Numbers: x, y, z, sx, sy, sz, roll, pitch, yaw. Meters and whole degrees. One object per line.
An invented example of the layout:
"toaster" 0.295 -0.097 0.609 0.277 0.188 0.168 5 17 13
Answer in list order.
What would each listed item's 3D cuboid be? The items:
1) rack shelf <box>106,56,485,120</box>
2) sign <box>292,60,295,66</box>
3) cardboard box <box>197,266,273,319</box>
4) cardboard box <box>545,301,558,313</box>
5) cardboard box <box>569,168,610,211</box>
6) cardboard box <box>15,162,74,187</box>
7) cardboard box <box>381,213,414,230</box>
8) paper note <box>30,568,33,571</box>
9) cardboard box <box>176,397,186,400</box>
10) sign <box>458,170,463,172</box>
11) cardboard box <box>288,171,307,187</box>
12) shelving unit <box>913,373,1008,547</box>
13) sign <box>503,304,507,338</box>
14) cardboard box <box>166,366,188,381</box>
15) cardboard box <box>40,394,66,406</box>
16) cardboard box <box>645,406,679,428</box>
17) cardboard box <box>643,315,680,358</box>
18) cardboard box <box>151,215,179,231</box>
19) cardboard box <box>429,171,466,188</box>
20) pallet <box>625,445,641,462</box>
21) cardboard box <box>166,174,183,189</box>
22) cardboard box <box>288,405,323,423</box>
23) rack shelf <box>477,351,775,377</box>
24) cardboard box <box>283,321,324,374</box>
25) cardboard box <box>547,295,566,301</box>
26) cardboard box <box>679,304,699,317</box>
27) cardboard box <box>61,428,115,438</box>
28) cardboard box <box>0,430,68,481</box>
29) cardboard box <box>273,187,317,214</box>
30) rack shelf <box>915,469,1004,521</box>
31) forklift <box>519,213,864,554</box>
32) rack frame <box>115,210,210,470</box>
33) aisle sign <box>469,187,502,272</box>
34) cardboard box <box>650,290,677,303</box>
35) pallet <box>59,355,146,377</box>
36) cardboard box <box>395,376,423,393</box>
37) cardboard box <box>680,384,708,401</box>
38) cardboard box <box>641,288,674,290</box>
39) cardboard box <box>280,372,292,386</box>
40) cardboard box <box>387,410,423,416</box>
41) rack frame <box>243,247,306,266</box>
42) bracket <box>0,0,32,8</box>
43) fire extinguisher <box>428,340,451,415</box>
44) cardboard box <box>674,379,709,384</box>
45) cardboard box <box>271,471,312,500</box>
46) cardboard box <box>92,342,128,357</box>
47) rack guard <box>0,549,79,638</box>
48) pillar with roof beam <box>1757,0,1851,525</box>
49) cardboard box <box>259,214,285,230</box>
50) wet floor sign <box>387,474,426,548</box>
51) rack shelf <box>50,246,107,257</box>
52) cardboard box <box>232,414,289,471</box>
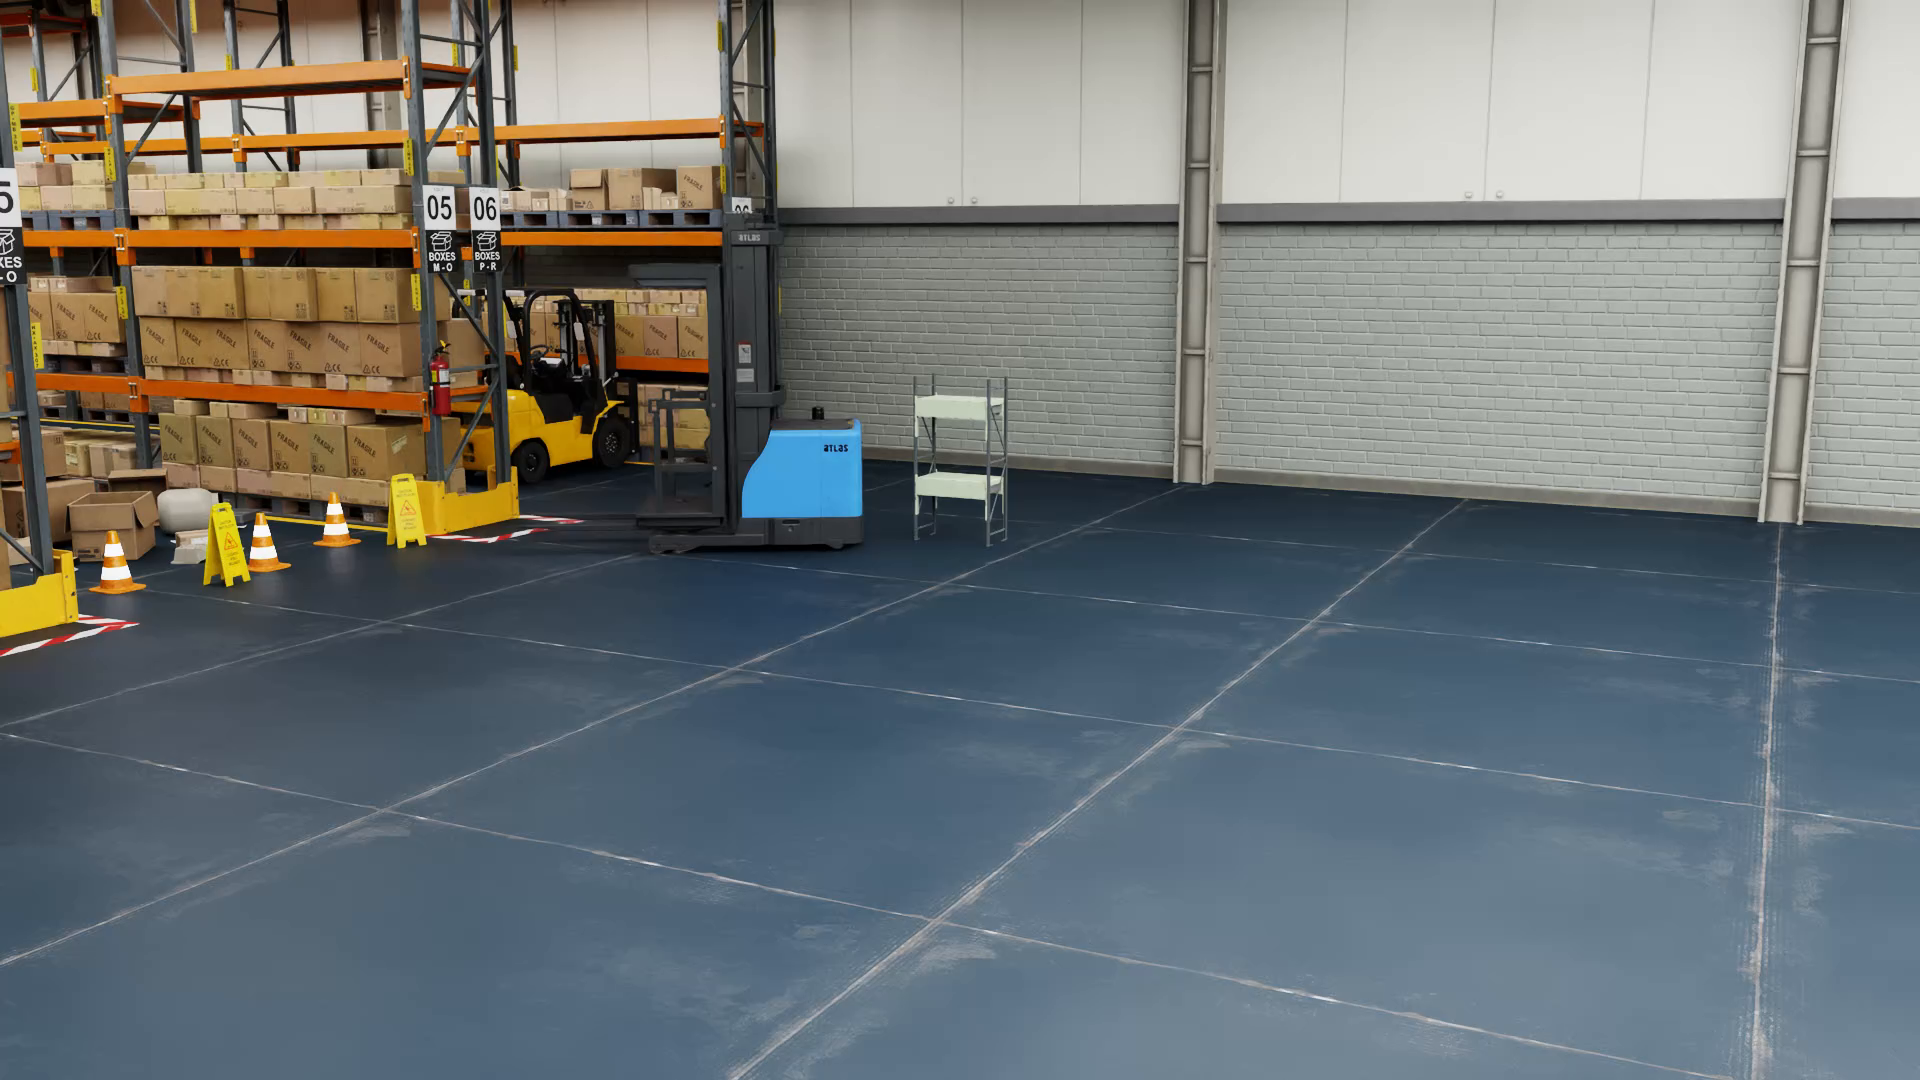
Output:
"rack shelf" -6.485 -4.372 16.171 4.000 0.370 1.077 5 11 26
"sign" -9.431 -6.620 23.495 0.005 0.325 0.100 5 11 26
"cardboard box" -7.094 -2.464 16.520 0.500 0.500 0.700 5 11 25
"cardboard box" -5.015 -2.940 20.967 0.250 0.149 0.380 5 11 25
"cardboard box" -4.386 -4.339 20.629 0.637 0.503 0.797 5 12 28
"cardboard box" -9.780 -3.891 17.741 0.500 0.250 0.500 5 12 27
"cardboard box" -5.136 -2.954 15.434 0.250 0.149 0.380 5 11 26
"paper note" -7.726 0.247 13.855 0.032 0.001 0.123 -7 12 -33
"cardboard box" -11.062 -2.099 24.267 0.500 0.500 0.500 6 12 28
"sign" -6.317 -4.525 21.069 0.005 0.325 0.100 5 11 26
"cardboard box" -6.221 -3.460 15.988 0.250 0.149 0.380 5 11 24
"shelving unit" 0.006 -0.737 15.114 0.755 1.500 0.431 5 11 26
"sign" -4.452 -2.131 16.172 0.005 0.325 0.100 5 11 26
"cardboard box" -7.889 -1.722 17.050 0.250 0.149 0.380 5 12 27
"cardboard box" -13.890 -2.158 25.576 0.250 0.149 0.380 5 11 24
"cardboard box" -3.519 -1.541 20.479 0.500 0.250 0.500 5 11 25
"cardboard box" -3.518 -2.500 20.360 0.500 0.500 0.500 5 12 28
"cardboard box" -7.899 -3.192 16.749 0.250 0.149 0.380 5 11 26
"cardboard box" -4.920 -3.424 15.789 0.250 0.149 0.380 5 11 25
"pallet" -4.293 -1.189 21.228 1.213 0.211 1.003 5 11 26
"cardboard box" -7.662 -3.563 16.560 0.250 0.149 0.380 5 11 24
"cardboard box" -6.344 -1.241 16.301 0.250 0.149 0.380 6 12 28
"rack shelf" -4.293 -2.215 21.087 4.000 0.370 1.077 5 11 26
"cardboard box" -6.195 -1.893 16.171 0.500 0.500 0.500 5 11 26
"cardboard box" -4.994 -3.091 20.970 0.250 0.149 0.380 5 11 25
"cardboard box" -3.176 -2.778 20.074 0.250 0.149 0.380 5 12 27
"cardboard box" -10.021 -0.999 18.546 0.625 0.372 0.950 5 12 28
"cardboard box" -9.040 -0.790 16.083 0.500 0.500 0.500 5 11 26
"cardboard box" -6.188 -3.244 15.916 0.500 0.250 0.500 5 12 27
"rack shelf" 0.006 -0.417 15.172 0.720 0.370 0.431 5 11 26
"forklift" -2.393 -1.418 14.854 3.031 2.935 1.130 -1 10 -3
"rack frame" -8.279 -1.934 17.512 0.127 3.000 1.000 5 11 26
"aisle sign" -4.499 -2.942 15.785 0.004 0.787 0.394 5 11 26
"cardboard box" -3.585 -2.983 20.373 0.250 0.149 0.380 5 11 26
"pallet" -8.900 -1.923 17.990 1.213 0.211 1.003 5 11 26
"cardboard box" -5.122 -1.490 15.766 0.250 0.149 0.380 5 12 28
"cardboard box" -3.050 -1.744 20.195 0.500 0.250 0.500 5 12 28
"cardboard box" -3.823 -3.106 21.054 0.250 0.149 0.380 5 11 24
"cardboard box" -6.484 -1.614 16.449 0.250 0.149 0.380 5 11 26
"cardboard box" -7.251 -1.867 22.629 0.625 0.625 0.875 5 11 25
"rack frame" -9.673 -3.042 23.635 0.127 3.000 1.000 5 11 26
"bracket" -16.326 -8.458 26.609 4.783 0.066 0.076 5 11 26
"fire extinguisher" -4.793 -1.498 15.320 0.183 0.674 0.296 5 11 26
"cardboard box" -3.296 -1.864 20.861 0.500 0.250 0.500 5 11 26
"cardboard box" -6.469 -0.575 16.547 0.500 0.250 0.500 5 11 24
"cardboard box" -8.863 -2.013 17.477 0.250 0.149 0.380 5 11 27
"rack guard" -6.770 0.412 11.570 0.348 0.500 1.175 5 11 26
"pillar with roof beam" 6.132 -3.929 11.692 0.400 9.000 9.100 5 11 26
"cardboard box" -6.533 -3.068 16.063 0.250 0.149 0.380 5 11 25
"wet floor sign" -4.995 -0.274 14.953 0.267 0.644 0.232 -10 14 -43
"rack shelf" -15.054 -4.637 26.044 4.000 0.370 1.077 5 11 26
"cardboard box" -6.920 -0.985 16.707 0.500 0.500 0.500 6 12 29
